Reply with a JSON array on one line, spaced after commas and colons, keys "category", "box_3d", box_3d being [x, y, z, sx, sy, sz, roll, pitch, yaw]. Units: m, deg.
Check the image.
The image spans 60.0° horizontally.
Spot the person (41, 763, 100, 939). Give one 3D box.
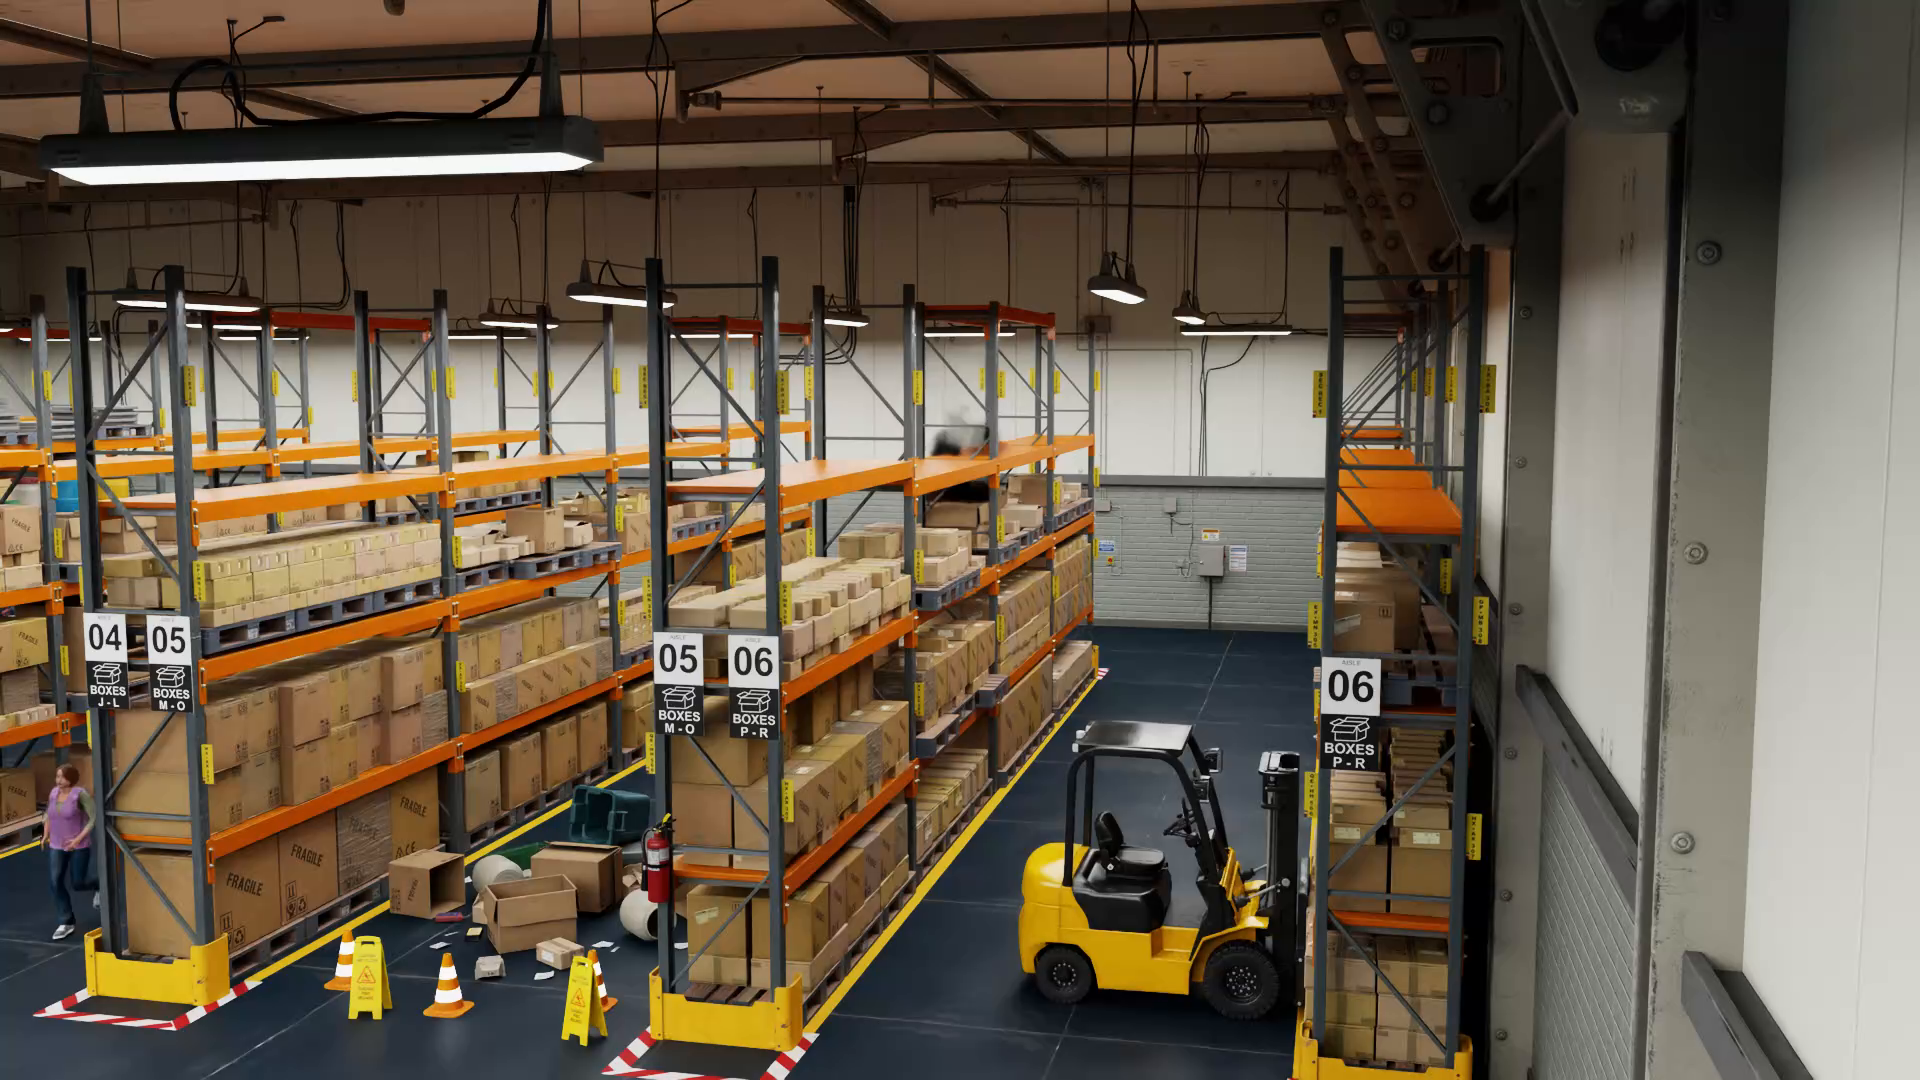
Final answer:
[{"category": "person", "box_3d": [-8.218, 2.830, 15.410, 0.569, 1.570, 0.738, 0, 6, 4]}]
